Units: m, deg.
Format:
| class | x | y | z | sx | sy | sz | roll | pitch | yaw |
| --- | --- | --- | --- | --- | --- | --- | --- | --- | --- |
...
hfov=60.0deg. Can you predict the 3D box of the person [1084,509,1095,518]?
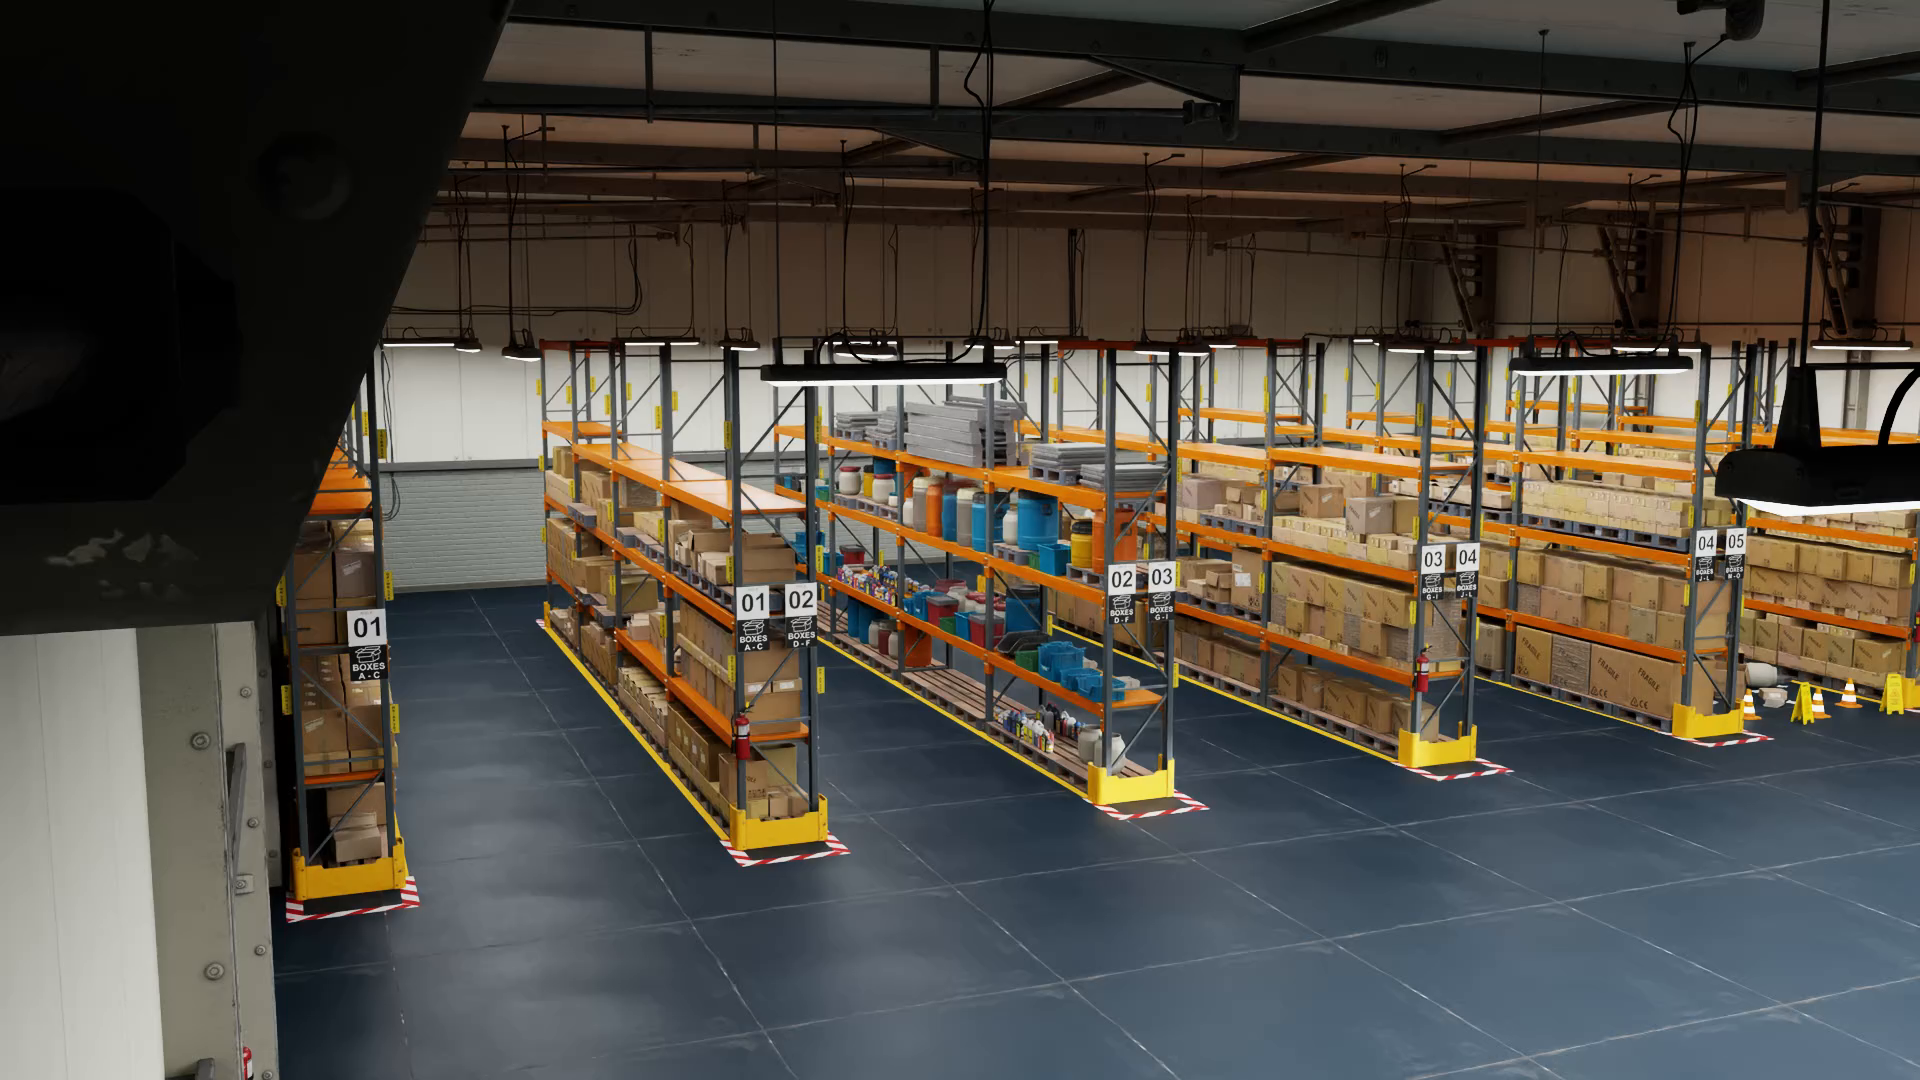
| class | x | y | z | sx | sy | sz | roll | pitch | yaw |
| --- | --- | --- | --- | --- | --- | --- | --- | --- | --- |
| person | 3.532 | -0.240 | 43.881 | 0.557 | 1.737 | 0.942 | 6 | 9 | 38 |
